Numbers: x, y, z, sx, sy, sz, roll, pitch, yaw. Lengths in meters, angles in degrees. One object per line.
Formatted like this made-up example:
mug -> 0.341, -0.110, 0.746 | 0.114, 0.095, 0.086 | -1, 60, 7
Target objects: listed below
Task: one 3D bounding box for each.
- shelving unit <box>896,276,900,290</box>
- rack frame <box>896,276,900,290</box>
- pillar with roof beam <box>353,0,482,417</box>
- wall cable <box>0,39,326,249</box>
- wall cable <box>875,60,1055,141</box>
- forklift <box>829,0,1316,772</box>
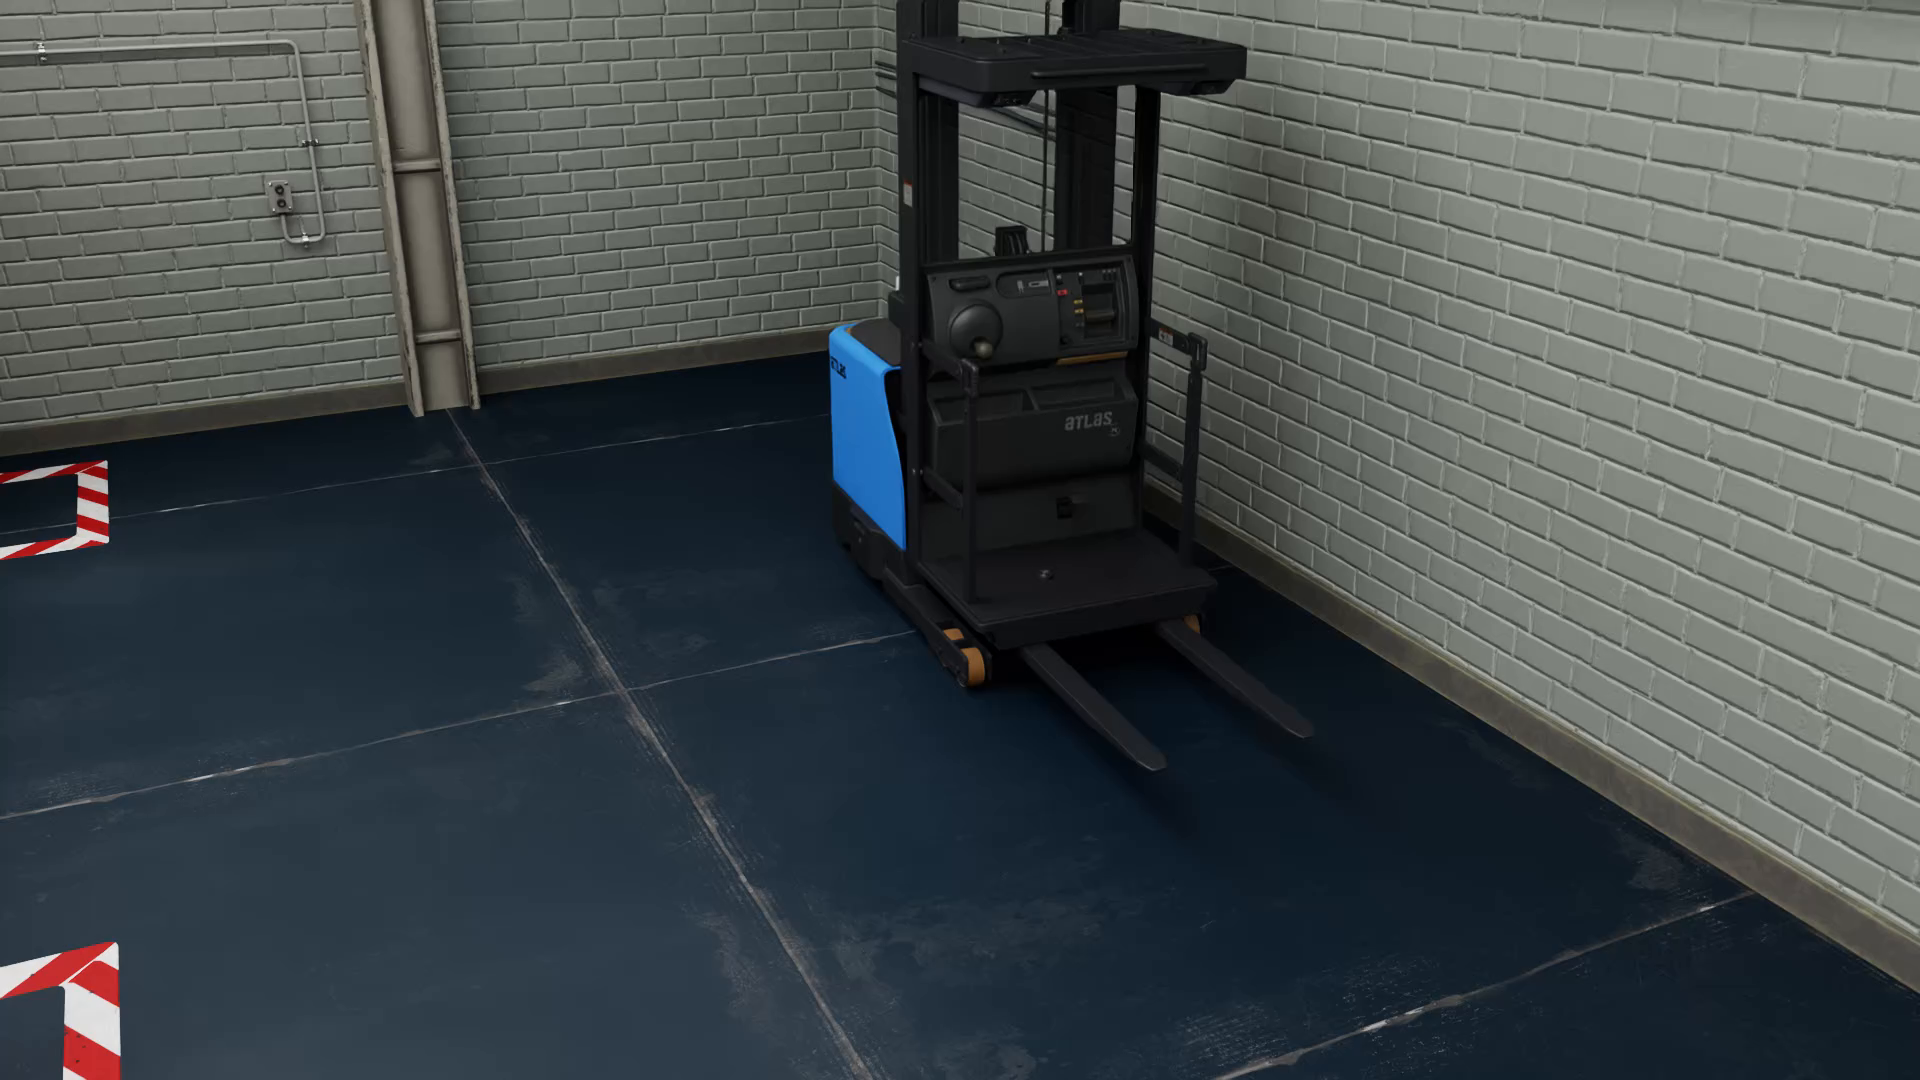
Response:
shelving unit -> -0.040, -0.755, 8.505 | 0.503, 1.200, 0.258 | -9, 24, -21
rack frame -> -0.265, -0.719, 8.419 | 0.015, 1.200, 0.240 | -9, 24, -21
pillar with roof beam -> -1.315, -3.504, 4.948 | 0.400, 9.000, 9.100 | -10, 25, -24
wall cable -> -4.496, -2.477, 8.984 | 1.851, 1.984, 0.084 | -10, 25, -24
wall cable -> 0.012, -3.622, 9.293 | 0.112, 2.526, 3.097 | -10, 25, -24
forklift -> 0.394, -0.935, 6.677 | 1.130, 2.935, 3.031 | -9, 24, -21
